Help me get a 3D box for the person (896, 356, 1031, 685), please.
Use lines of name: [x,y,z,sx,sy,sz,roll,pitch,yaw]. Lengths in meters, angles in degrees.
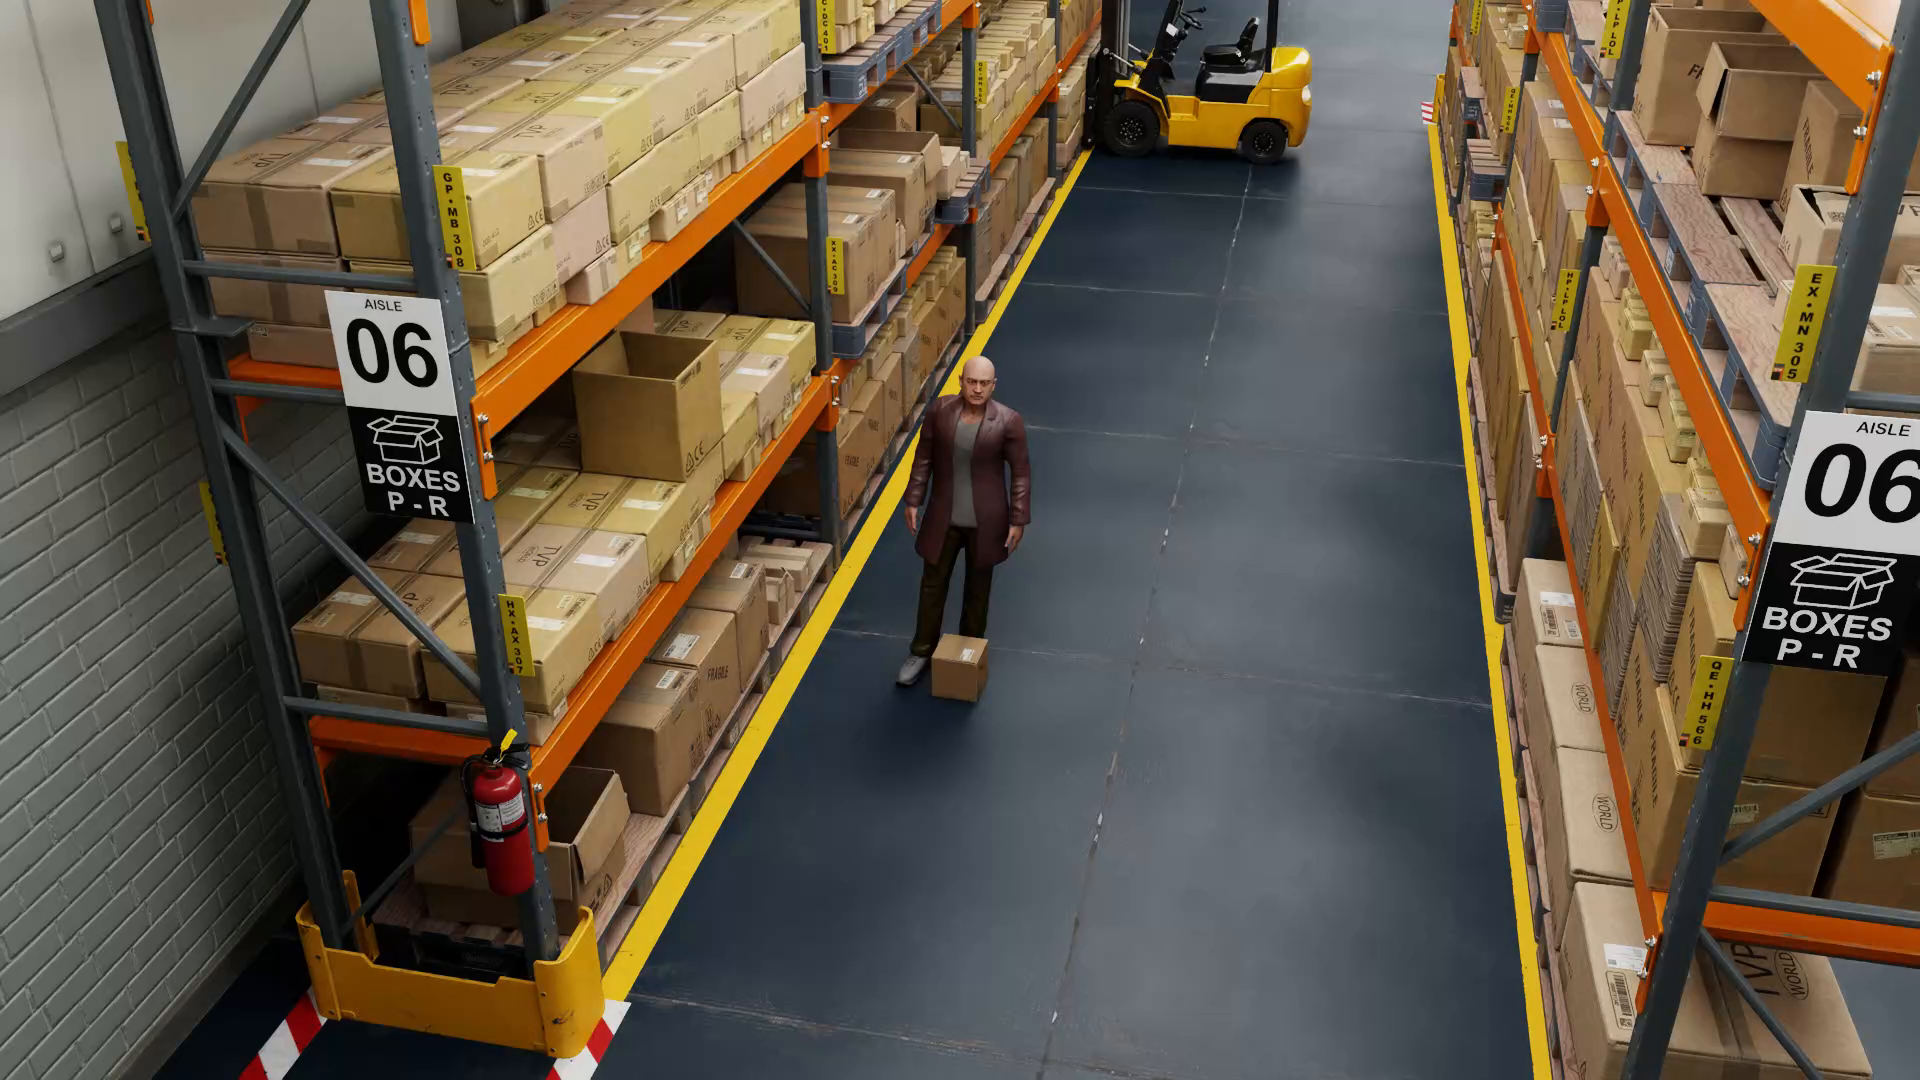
person: [0.018,-0.082,8.771,0.695,1.776,0.582,6,29,11]
